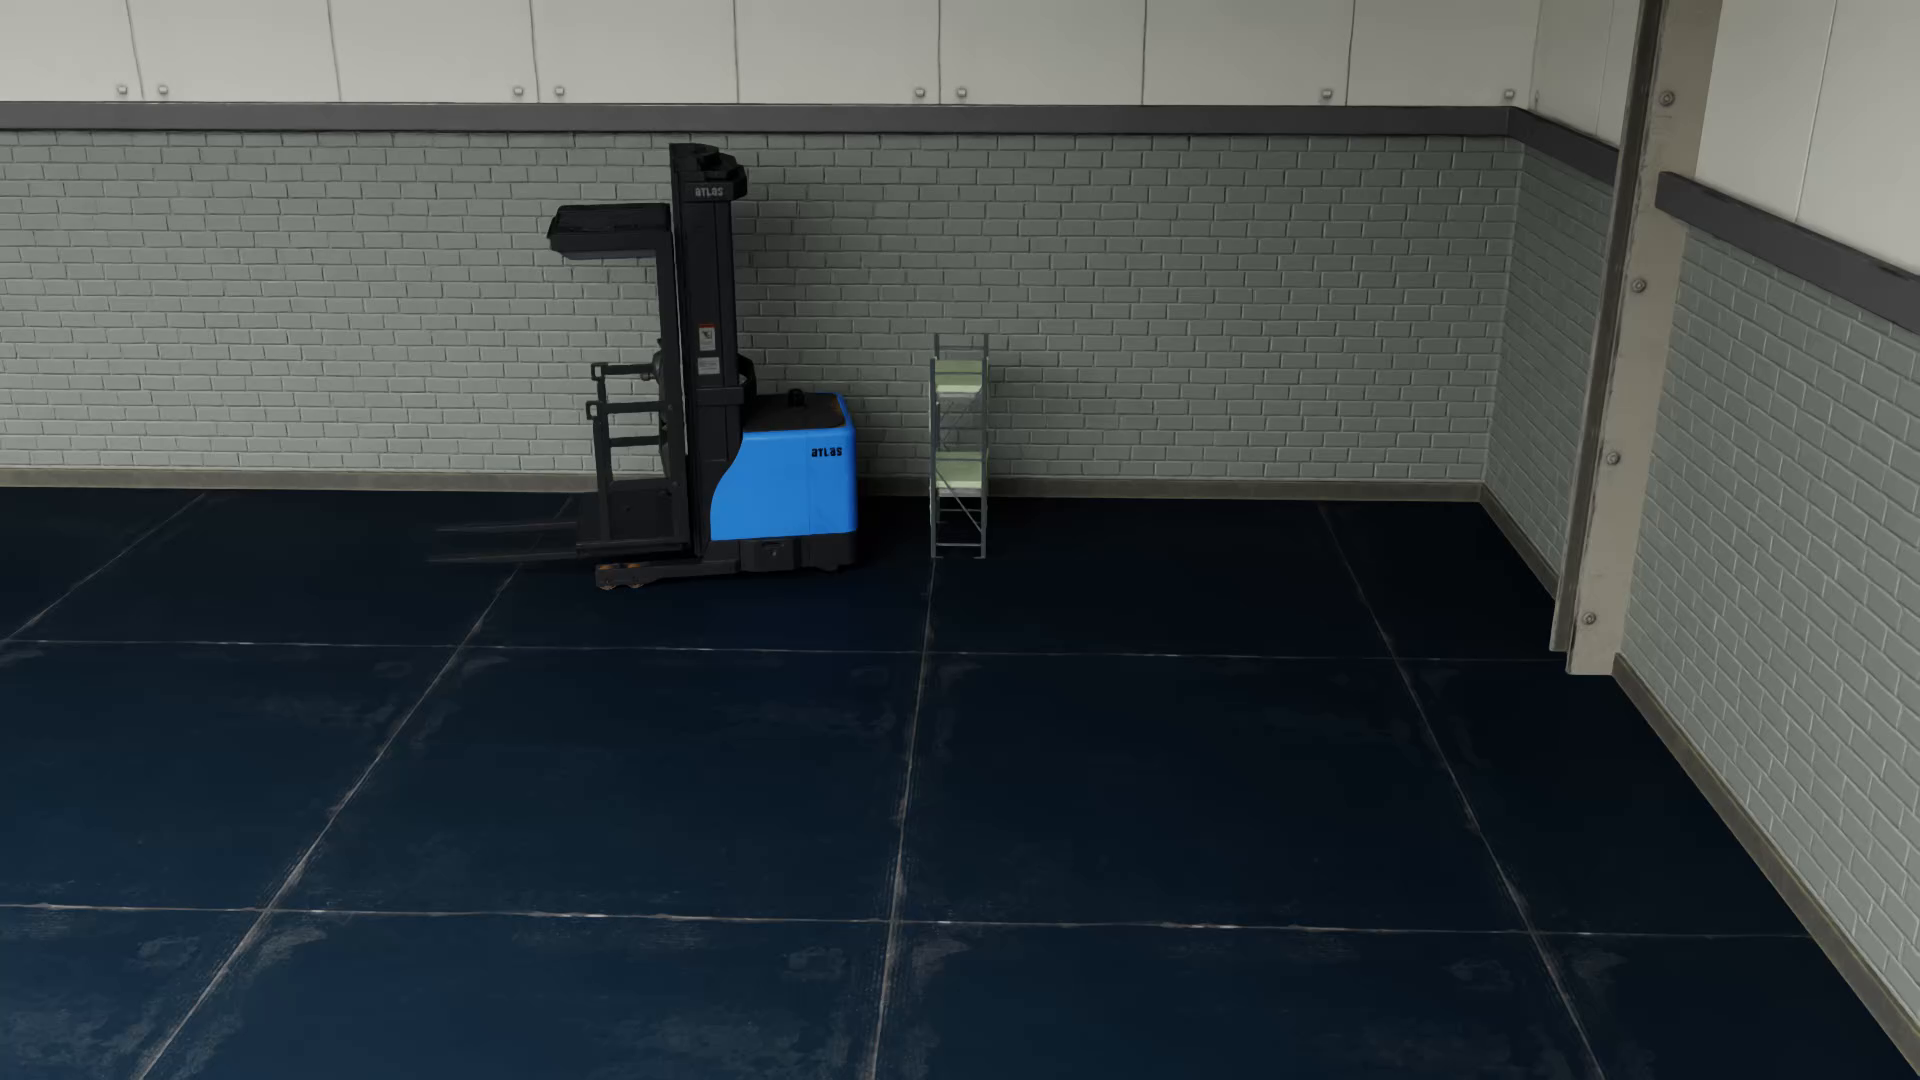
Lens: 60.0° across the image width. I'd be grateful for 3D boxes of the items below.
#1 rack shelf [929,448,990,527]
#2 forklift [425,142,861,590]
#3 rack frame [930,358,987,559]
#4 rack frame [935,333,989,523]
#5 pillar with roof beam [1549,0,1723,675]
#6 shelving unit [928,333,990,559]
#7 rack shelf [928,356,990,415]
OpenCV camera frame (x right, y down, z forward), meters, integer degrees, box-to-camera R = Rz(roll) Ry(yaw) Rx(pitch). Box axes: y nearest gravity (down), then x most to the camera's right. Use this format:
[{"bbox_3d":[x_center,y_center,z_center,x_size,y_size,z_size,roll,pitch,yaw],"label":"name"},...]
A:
[{"bbox_3d":[0.000,-0.398,12.382,0.431,0.370,0.720,1,21,2],"label":"rack shelf"},{"bbox_3d":[-2.276,-1.225,11.635,3.031,2.935,1.130,-4,21,-9],"label":"forklift"},{"bbox_3d":[-0.011,-0.569,11.923,0.400,1.500,0.023,1,21,2],"label":"rack frame"},{"bbox_3d":[0.011,-0.834,12.605,0.400,1.500,0.023,1,21,2],"label":"rack frame"},{"bbox_3d":[-0.353,-3.475,9.046,9.100,9.000,0.400,1,21,2],"label":"pillar with roof beam"},{"bbox_3d":[0.000,-0.702,12.264,0.431,1.500,0.755,1,21,2],"label":"shelving unit"},{"bbox_3d":[0.000,-1.065,12.123,0.431,0.370,0.720,1,21,2],"label":"rack shelf"}]
